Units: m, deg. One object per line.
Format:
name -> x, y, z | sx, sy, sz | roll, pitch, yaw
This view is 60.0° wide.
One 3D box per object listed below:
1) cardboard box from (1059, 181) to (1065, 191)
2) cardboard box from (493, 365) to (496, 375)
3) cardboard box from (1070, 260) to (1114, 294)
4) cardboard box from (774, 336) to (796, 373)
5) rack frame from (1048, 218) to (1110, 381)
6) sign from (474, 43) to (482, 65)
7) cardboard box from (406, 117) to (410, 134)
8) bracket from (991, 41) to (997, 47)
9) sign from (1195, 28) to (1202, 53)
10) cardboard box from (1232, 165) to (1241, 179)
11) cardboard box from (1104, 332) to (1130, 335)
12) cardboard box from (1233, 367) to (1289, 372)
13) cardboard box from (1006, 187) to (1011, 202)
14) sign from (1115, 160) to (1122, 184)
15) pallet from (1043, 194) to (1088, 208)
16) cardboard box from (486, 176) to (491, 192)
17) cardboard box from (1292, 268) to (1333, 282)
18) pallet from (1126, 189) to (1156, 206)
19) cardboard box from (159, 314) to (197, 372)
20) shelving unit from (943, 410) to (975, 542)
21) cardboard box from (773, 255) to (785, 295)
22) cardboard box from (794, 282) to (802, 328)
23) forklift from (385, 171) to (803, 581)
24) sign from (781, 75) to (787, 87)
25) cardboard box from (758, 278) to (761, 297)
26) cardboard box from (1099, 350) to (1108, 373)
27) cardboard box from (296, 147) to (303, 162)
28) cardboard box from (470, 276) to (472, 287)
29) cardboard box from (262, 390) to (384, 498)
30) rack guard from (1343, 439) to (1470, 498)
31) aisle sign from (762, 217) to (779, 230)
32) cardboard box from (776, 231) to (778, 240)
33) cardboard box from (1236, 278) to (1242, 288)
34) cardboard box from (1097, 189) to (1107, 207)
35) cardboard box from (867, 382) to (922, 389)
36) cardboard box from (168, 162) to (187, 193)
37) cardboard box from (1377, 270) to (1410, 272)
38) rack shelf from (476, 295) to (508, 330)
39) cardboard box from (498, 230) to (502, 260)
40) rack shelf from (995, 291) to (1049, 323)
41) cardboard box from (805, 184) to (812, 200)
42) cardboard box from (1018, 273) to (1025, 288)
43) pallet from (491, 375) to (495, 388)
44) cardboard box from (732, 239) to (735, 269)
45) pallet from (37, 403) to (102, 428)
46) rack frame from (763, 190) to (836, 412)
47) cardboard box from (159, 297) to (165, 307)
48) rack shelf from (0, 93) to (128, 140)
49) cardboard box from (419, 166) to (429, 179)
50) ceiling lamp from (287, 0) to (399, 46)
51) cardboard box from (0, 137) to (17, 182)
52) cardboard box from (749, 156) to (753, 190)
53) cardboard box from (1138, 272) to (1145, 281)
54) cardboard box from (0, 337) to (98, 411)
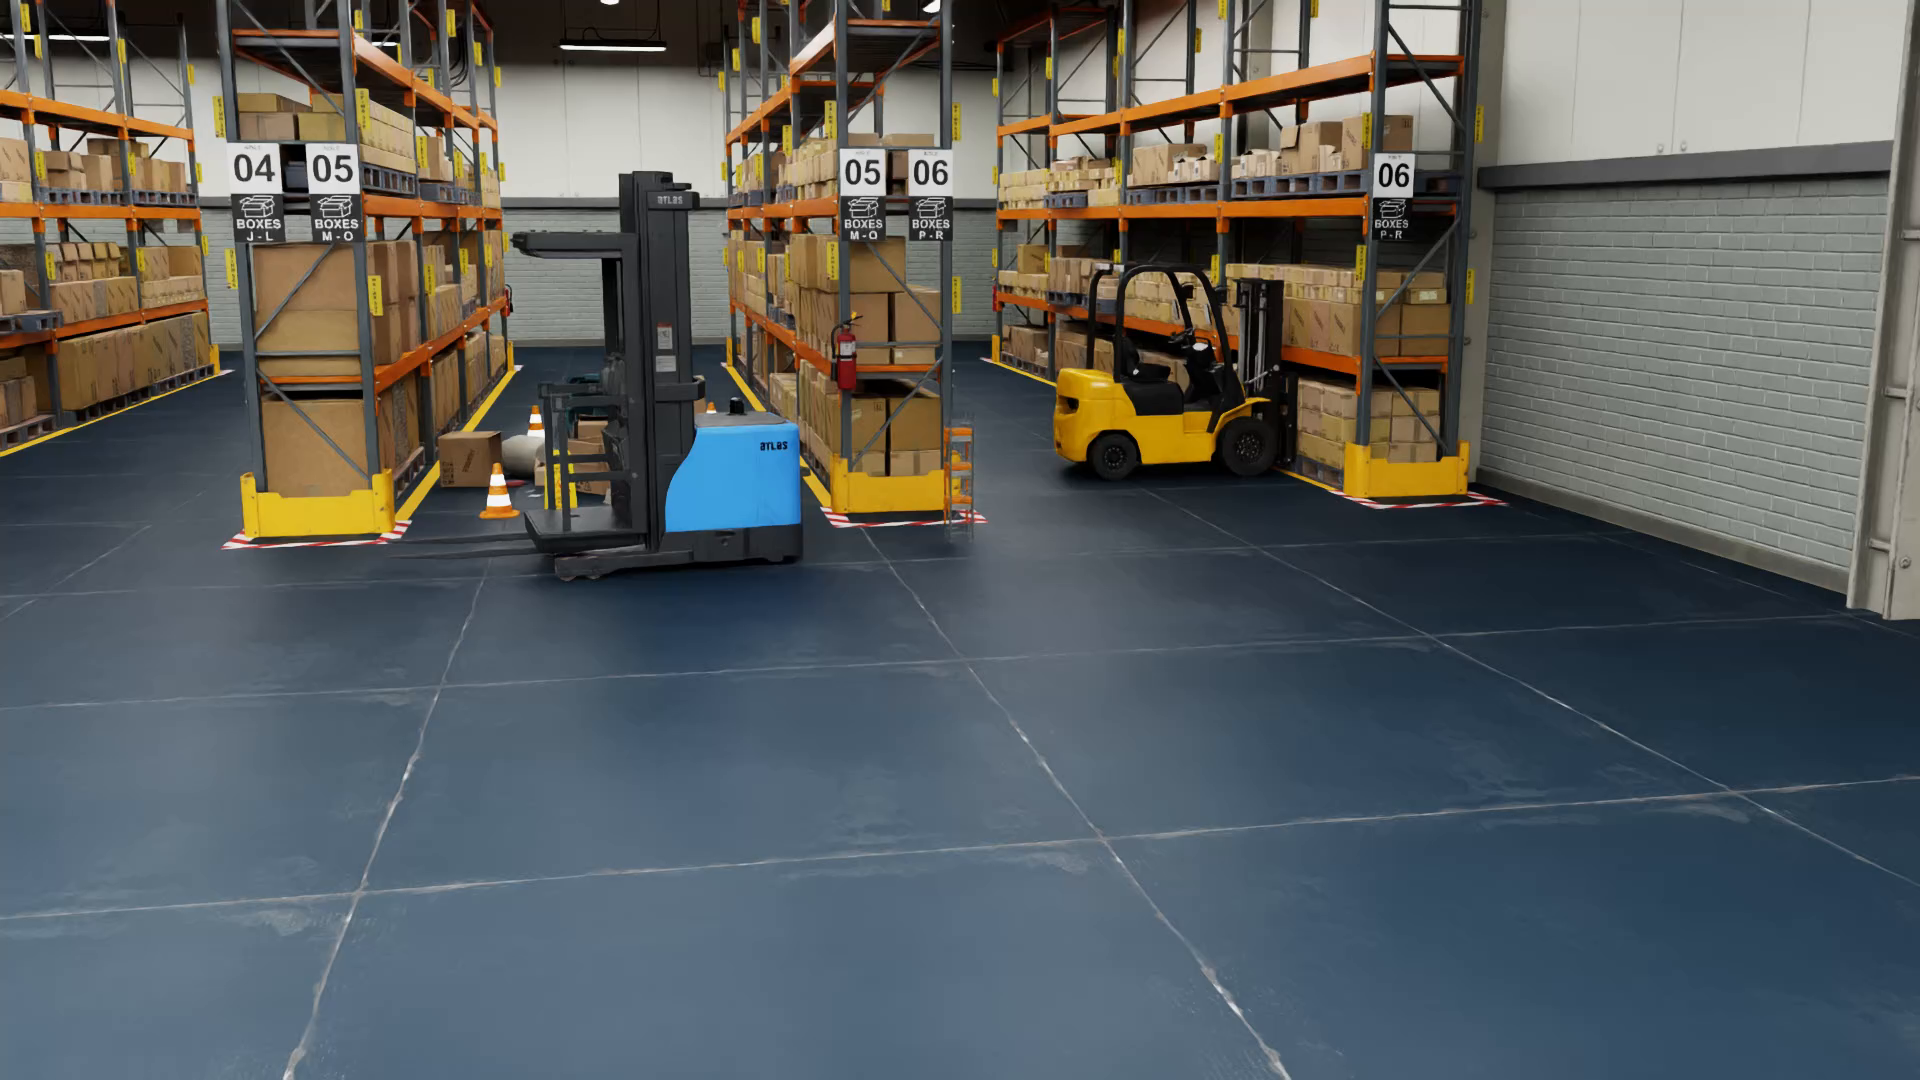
cardboard box -> 1.757, -5.525, 25.961 | 0.380, 0.149, 0.250 | -2, 11, -10
cardboard box -> -7.549, -2.683, 26.273 | 0.380, 0.149, 0.250 | -2, 11, -9
cardboard box -> 2.090, -4.049, 25.559 | 0.700, 0.500, 0.500 | -2, 11, -11
cardboard box -> -2.181, -2.507, 23.406 | 0.875, 0.875, 0.875 | -2, 11, -12
rack frame -> 1.962, -4.130, 27.372 | 1.000, 3.000, 0.127 | -2, 11, -11
sign -> -7.199, -7.255, 24.825 | 0.100, 0.325, 0.005 | -2, 11, -11
cardboard box -> -5.753, -4.178, 16.753 | 0.380, 0.149, 0.250 | -2, 11, -11
bracket -> 0.572, -10.682, 36.124 | 0.076, 0.066, 5.218 | -2, 11, -11
sign -> 3.284, -6.901, 22.964 | 0.100, 0.325, 0.005 | -2, 11, -11
cardboard box -> 3.308, -4.175, 18.867 | 0.380, 0.149, 0.250 | -2, 11, -10
cardboard box -> 2.505, -3.231, 26.479 | 0.380, 0.149, 0.250 | -3, 11, -14
cardboard box -> 3.394, -1.815, 18.767 | 0.500, 0.250, 0.500 | -2, 11, -11
cardboard box -> 1.122, -6.226, 29.966 | 0.500, 0.250, 0.500 | -2, 11, -10
sign -> 2.208, -5.104, 23.087 | 0.100, 0.325, 0.005 | -2, 11, -11
pallet -> 2.020, -5.389, 26.467 | 1.213, 0.211, 1.003 | -2, 11, -11
cardboard box -> -7.777, -5.677, 26.542 | 0.500, 0.250, 0.500 | -2, 11, -10
cardboard box -> 3.716, -2.782, 17.493 | 0.380, 0.149, 0.250 | -2, 11, -10
pallet -> 2.960, -4.656, 22.618 | 1.213, 0.211, 1.003 | -2, 11, -8
cardboard box -> -13.025, -3.203, 27.062 | 0.875, 0.875, 0.875 | -2, 11, -11
shelving unit -> -0.010, -0.526, 13.650 | 0.215, 1.050, 0.252 | -2, 11, -11
cardboard box -> -2.159, -3.430, 21.510 | 0.500, 0.500, 0.500 | -2, 11, -8
cardboard box -> -1.538, -2.586, 18.197 | 0.500, 0.500, 0.500 | -2, 11, -11
forklift -> -2.779, -1.254, 12.444 | 3.031, 2.935, 1.130 | -4, 11, -19
sign -> -3.149, -8.144, 29.709 | 0.100, 0.325, 0.005 | -2, 11, -11
cardboard box -> -2.575, -3.560, 23.444 | 0.500, 0.250, 0.500 | -2, 11, -12
cardboard box -> 2.360, -2.536, 24.563 | 0.500, 0.500, 0.500 | -2, 11, -12
cardboard box -> -5.952, -3.343, 14.497 | 0.380, 0.149, 0.250 | -2, 11, -10
cardboard box -> -7.315, -3.769, 24.232 | 0.380, 0.149, 0.250 | -2, 11, -13
cardboard box -> -5.605, -0.834, 14.614 | 0.875, 0.875, 0.875 | -2, 11, -11
rack guard -> 4.301, -0.697, 16.019 | 1.175, 0.500, 0.348 | -2, 11, -11
aisle sign -> -3.394, -5.984, 30.160 | 0.394, 0.787, 0.004 | -2, 11, -11
cardboard box -> -2.778, -4.921, 26.854 | 0.380, 0.149, 0.250 | -2, 11, -10
cardboard box -> 3.374, -2.915, 18.986 | 0.380, 0.149, 0.250 | -2, 11, -10
cardboard box -> 2.304, -4.974, 24.183 | 0.500, 0.250, 0.500 | -2, 11, -11
cardboard box -> -0.658, -1.322, 16.845 | 0.500, 0.500, 0.500 | -2, 11, -10
cardboard box -> -13.251, -6.007, 27.552 | 0.700, 0.500, 0.500 | -3, 11, -14
cardboard box -> 4.357, -2.609, 16.586 | 0.380, 0.149, 0.250 | -2, 11, -10
rack shelf -> -8.131, -3.763, 27.371 | 1.077, 0.370, 4.000 | -2, 11, -11
cardboard box -> -8.187, -5.095, 28.707 | 0.500, 0.500, 0.500 | -2, 11, -12
rack shelf -> 1.573, -4.143, 29.366 | 1.077, 0.370, 4.000 | -2, 11, -11
cardboard box -> -1.365, -3.526, 16.848 | 0.380, 0.149, 0.250 | -2, 11, -12
cardboard box -> 1.329, -4.565, 29.261 | 0.500, 0.250, 0.500 | -2, 11, -13
pallet -> -7.907, -2.502, 26.278 | 1.003, 0.211, 1.213 | -2, 11, -11
cardboard box -> -3.655, -4.936, 28.663 | 0.500, 0.500, 0.500 | -2, 11, -11
pallet -> -11.928, -1.632, 21.707 | 1.003, 0.211, 1.213 | -2, 11, -11
rack frame -> -2.128, -3.215, 22.565 | 1.000, 3.000, 0.127 | -2, 11, -11
cardboard box -> -12.514, -3.676, 25.658 | 0.380, 0.149, 0.250 | -2, 11, -13
rack shelf -> -12.238, -5.619, 22.143 | 1.077, 0.370, 4.000 | -2, 11, -11
cardboard box -> -6.203, -4.155, 18.762 | 0.380, 0.149, 0.250 | -2, 11, -11
ceiling lamp -> -11.440, -10.721, 30.345 | 2.000, 3.185, 0.800 | -2, 11, -11
cardboard box -> -11.400, -4.451, 19.432 | 0.500, 0.500, 0.500 | -2, 11, -11
cardboard box -> -2.755, -5.257, 23.879 | 0.500, 0.500, 0.500 | -2, 11, -10
cardboard box -> 2.642, -3.600, 22.584 | 0.380, 0.149, 0.250 | -2, 11, -9
cardboard box -> -11.962, -2.144, 21.500 | 1.225, 0.875, 0.875 | -3, 11, -14
